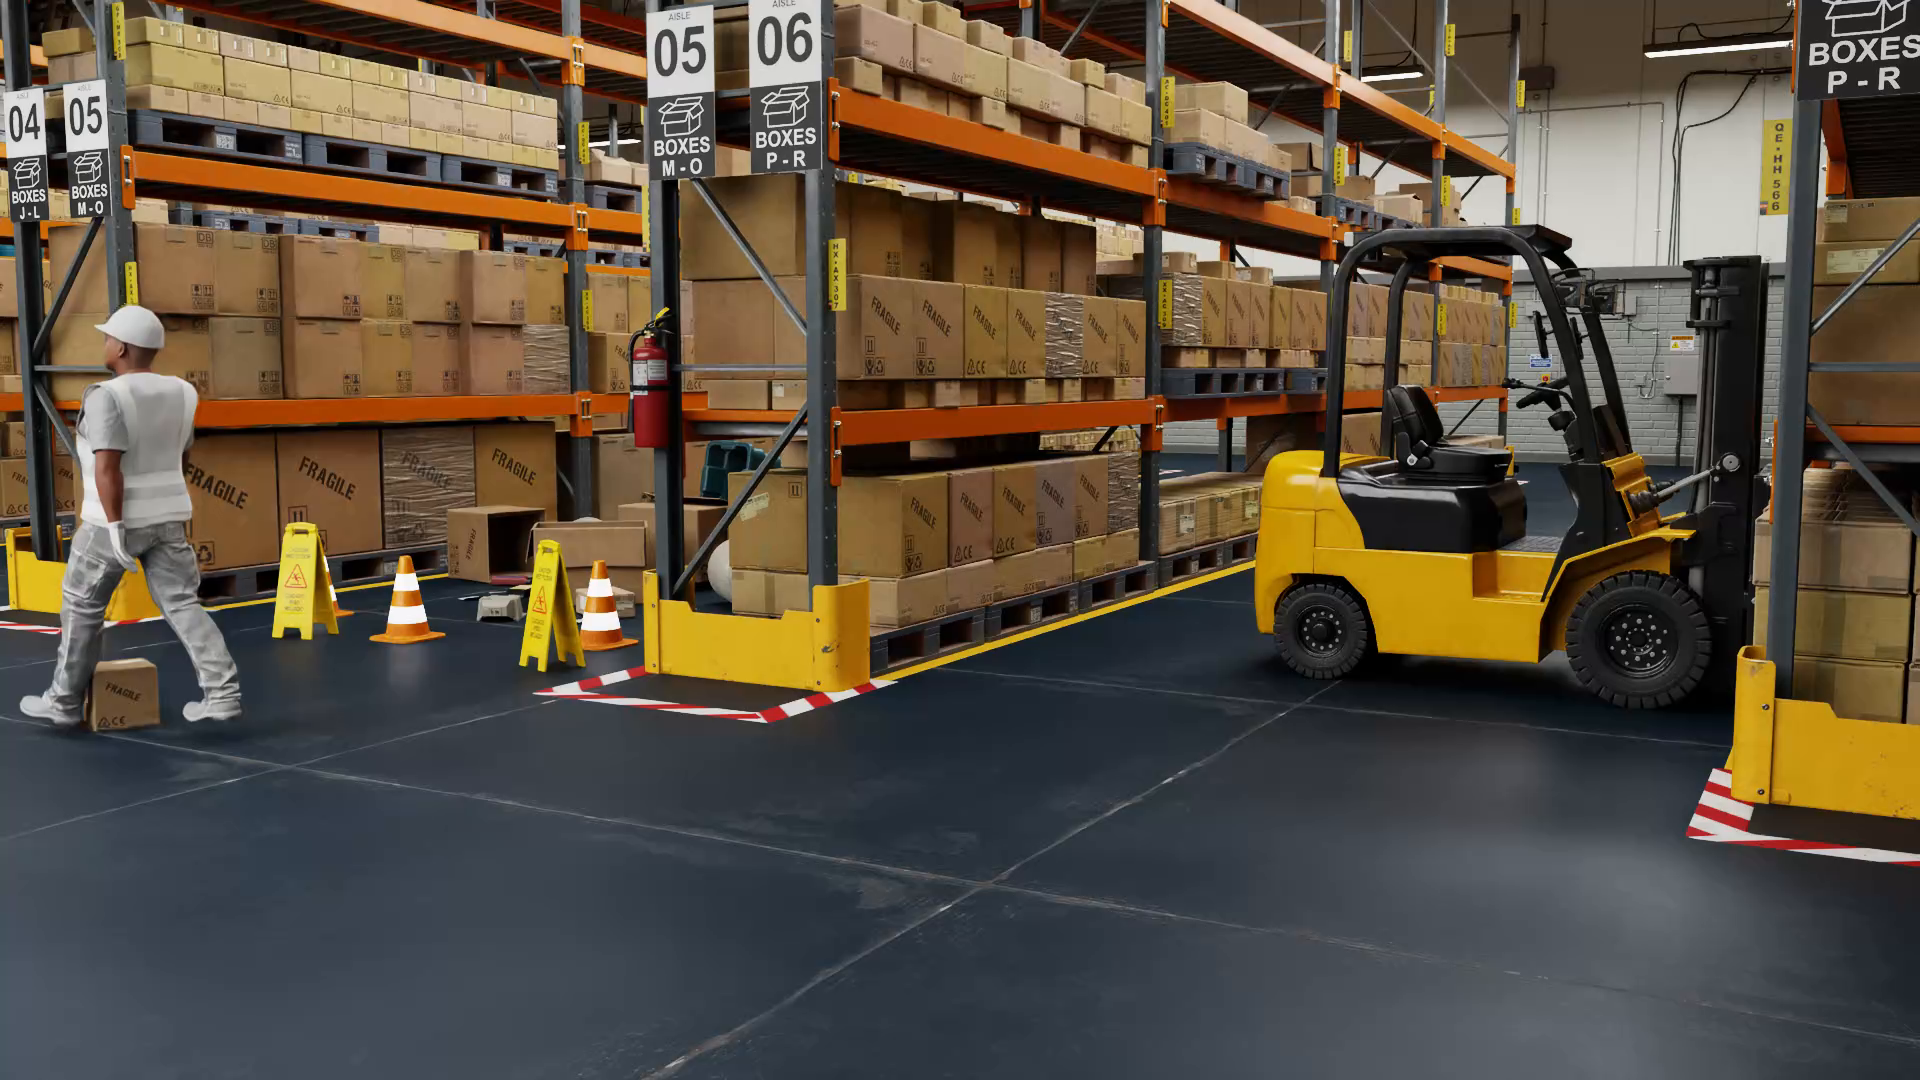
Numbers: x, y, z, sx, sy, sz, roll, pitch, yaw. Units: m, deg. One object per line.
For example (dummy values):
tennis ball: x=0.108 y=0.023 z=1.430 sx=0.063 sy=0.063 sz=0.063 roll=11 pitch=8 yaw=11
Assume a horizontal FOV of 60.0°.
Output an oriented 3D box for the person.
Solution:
person: x=-3.435 y=-0.093 z=6.867 sx=1.048 sy=1.733 sz=0.553 roll=3 pitch=6 yaw=25
